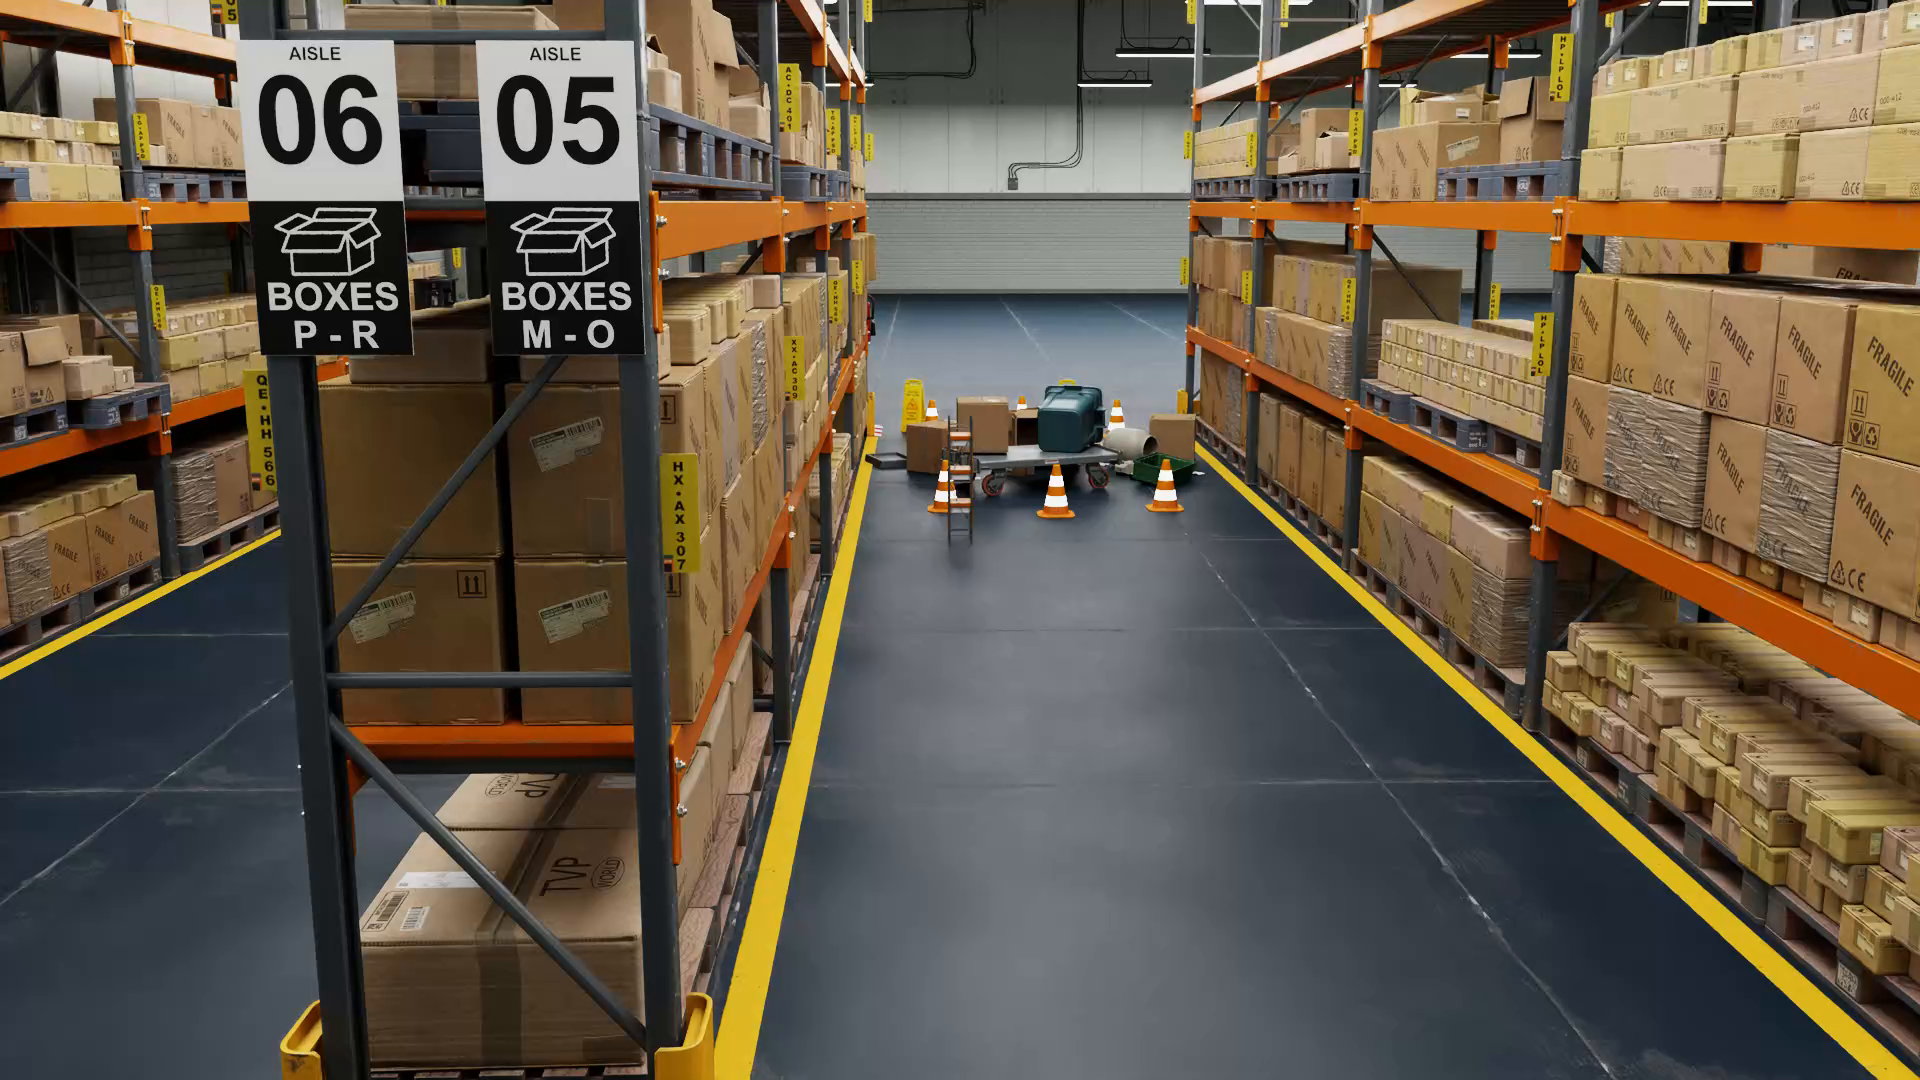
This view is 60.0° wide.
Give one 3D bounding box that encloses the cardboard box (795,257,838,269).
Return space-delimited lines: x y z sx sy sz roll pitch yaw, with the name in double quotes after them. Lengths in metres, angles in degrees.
-1.295 -2.483 15.068 0.380 0.149 0.250 -1 11 -3 "cardboard box"

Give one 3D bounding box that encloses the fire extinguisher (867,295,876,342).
-1.182 -2.774 20.385 0.296 0.674 0.183 0 11 -1 "fire extinguisher"

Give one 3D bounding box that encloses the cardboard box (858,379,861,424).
-1.323 -1.443 17.602 0.500 0.500 0.500 0 11 1 "cardboard box"

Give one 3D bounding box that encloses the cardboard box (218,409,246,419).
-6.498 -0.910 15.916 0.875 0.625 0.625 0 11 1 "cardboard box"

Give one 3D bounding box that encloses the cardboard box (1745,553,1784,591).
3.388 0.103 6.640 0.380 0.149 0.250 0 11 0 "cardboard box"

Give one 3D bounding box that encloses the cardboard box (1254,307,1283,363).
3.131 -1.976 16.005 0.500 0.500 0.500 0 11 -1 "cardboard box"

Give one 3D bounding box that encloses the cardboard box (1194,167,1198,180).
2.993 -4.360 19.788 0.380 0.149 0.250 0 11 -1 "cardboard box"

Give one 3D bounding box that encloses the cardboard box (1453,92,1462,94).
3.740 -3.053 11.841 0.396 0.266 0.258 0 11 -1 "cardboard box"

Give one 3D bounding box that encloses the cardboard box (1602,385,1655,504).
3.330 -0.440 7.683 0.500 0.500 0.500 0 11 -1 "cardboard box"

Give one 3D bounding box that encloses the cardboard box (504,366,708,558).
-1.035 -0.243 4.946 0.500 0.500 0.500 0 11 -2 "cardboard box"

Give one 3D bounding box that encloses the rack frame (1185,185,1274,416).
3.307 -2.828 20.455 1.000 3.000 0.127 0 11 -1 "rack frame"

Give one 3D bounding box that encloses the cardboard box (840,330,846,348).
-1.233 -1.820 15.061 0.380 0.149 0.250 0 11 -1 "cardboard box"

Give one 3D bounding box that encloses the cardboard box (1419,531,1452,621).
3.271 0.226 10.630 0.500 0.500 0.500 0 11 -2 "cardboard box"

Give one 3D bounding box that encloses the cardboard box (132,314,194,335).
-6.156 -1.661 12.819 0.380 0.149 0.250 0 11 0 "cardboard box"

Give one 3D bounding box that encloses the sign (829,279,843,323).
-0.920 -1.768 12.317 0.100 0.325 0.005 0 11 -1 "sign"

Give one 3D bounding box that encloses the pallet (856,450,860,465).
-1.635 -1.003 18.470 1.003 0.211 1.213 0 11 -1 "pallet"

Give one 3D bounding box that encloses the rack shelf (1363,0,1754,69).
3.513 -3.232 10.172 1.077 0.370 4.000 0 11 -1 "rack shelf"

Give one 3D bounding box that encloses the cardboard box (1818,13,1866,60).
3.342 -1.804 5.981 0.380 0.149 0.250 0 11 0 "cardboard box"

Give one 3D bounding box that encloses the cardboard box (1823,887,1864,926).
3.392 1.336 6.042 0.380 0.149 0.250 0 11 -1 "cardboard box"

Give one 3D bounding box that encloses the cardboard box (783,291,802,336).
-1.152 -1.131 9.324 0.500 0.500 0.500 0 11 -1 "cardboard box"

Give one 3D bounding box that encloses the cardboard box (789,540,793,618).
-1.511 0.131 10.158 0.875 0.875 0.875 0 11 0 "cardboard box"

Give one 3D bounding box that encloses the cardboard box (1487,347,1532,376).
3.336 -1.053 9.785 0.380 0.149 0.250 0 11 -1 "cardboard box"

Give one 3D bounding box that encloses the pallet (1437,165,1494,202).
3.624 -2.150 10.041 1.213 0.211 1.003 0 11 -1 "pallet"

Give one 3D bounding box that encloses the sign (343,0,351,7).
-7.158 -6.241 19.442 0.100 0.325 0.005 0 11 -1 "sign"

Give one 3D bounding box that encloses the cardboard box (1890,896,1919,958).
3.341 1.294 5.502 0.380 0.149 0.250 -1 11 -3 "cardboard box"

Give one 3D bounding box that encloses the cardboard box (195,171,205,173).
-6.699 -3.404 15.072 0.380 0.149 0.250 0 11 -1 "cardboard box"

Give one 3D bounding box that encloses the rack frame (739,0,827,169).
-1.475 -4.138 11.821 1.000 3.000 0.127 0 11 -1 "rack frame"

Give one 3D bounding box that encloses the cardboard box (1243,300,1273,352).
3.370 -2.180 16.882 0.875 0.550 0.550 0 11 -1 "cardboard box"

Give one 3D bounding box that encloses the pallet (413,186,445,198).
-6.614 -4.053 19.169 1.003 0.211 1.213 0 11 -1 "pallet"

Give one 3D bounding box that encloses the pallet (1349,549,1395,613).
3.487 0.284 12.128 1.003 0.211 1.213 0 11 -1 "pallet"

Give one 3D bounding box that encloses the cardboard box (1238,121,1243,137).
3.053 -4.197 16.977 0.380 0.149 0.250 0 11 -1 "cardboard box"

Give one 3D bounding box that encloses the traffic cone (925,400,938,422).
-0.342 -1.464 20.113 0.336 0.463 0.334 0 11 -1 "traffic cone"

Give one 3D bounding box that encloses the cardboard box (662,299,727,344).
-1.052 -0.794 6.030 0.380 0.149 0.250 0 11 -1 "cardboard box"

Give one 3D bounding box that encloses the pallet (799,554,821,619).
-1.534 0.326 11.921 1.003 0.211 1.213 0 11 -1 "pallet"

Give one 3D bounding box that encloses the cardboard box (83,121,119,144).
-6.135 -2.847 11.630 0.380 0.149 0.250 0 11 1 "cardboard box"

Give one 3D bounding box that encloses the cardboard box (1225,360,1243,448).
3.424 -1.502 18.206 0.875 0.875 0.875 0 11 -1 "cardboard box"

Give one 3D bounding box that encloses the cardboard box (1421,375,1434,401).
3.306 -1.017 11.105 0.380 0.149 0.250 0 11 1 "cardboard box"

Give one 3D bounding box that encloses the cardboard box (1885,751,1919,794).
3.879 0.938 6.511 0.380 0.149 0.250 0 11 1 "cardboard box"

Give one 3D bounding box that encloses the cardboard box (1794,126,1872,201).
3.349 -1.334 5.921 0.500 0.250 0.500 0 11 1 "cardboard box"

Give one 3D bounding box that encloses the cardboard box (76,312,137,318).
-6.708 -1.710 13.063 0.380 0.149 0.250 0 11 -1 "cardboard box"

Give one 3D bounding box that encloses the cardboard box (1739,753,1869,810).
3.290 0.942 6.490 0.380 0.149 0.250 0 11 1 "cardboard box"

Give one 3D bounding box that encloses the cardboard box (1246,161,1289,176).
3.062 -3.706 16.562 0.380 0.149 0.250 0 11 -1 "cardboard box"

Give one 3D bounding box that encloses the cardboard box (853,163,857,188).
-1.313 -3.726 16.966 0.500 0.250 0.500 0 11 -2 "cardboard box"

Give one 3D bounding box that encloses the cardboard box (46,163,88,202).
-6.173 -2.372 11.039 0.500 0.250 0.500 0 11 -1 "cardboard box"

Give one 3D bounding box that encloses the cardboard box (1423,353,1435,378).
3.307 -1.163 11.074 0.380 0.149 0.250 0 11 -1 "cardboard box"

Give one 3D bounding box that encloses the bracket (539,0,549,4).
-7.321 -9.121 27.331 0.076 0.066 4.783 0 11 -1 "bracket"

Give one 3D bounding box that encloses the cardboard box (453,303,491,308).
-1.535 -0.739 5.757 0.380 0.149 0.250 0 11 -2 "cardboard box"

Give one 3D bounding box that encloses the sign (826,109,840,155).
-0.920 -2.960 12.063 0.100 0.325 0.005 0 11 -1 "sign"

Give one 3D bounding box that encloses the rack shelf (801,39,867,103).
-1.599 -4.976 17.772 1.077 0.370 4.000 0 11 -1 "rack shelf"

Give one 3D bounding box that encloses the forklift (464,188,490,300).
-3.308 -1.365 13.417 1.130 2.935 3.031 0 11 -2 "forklift"

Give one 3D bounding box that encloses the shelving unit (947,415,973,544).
0.001 -0.504 13.902 0.215 1.050 0.252 0 11 -1 "shelving unit"

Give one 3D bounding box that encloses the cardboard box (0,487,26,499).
-6.674 -0.268 11.435 0.380 0.149 0.250 0 11 0 "cardboard box"

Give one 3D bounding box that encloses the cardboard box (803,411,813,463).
-1.144 -0.622 9.959 0.500 0.250 0.500 0 11 -2 "cardboard box"

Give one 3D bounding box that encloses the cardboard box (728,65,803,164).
-1.121 -2.304 9.018 0.500 0.500 0.500 0 11 -2 "cardboard box"
